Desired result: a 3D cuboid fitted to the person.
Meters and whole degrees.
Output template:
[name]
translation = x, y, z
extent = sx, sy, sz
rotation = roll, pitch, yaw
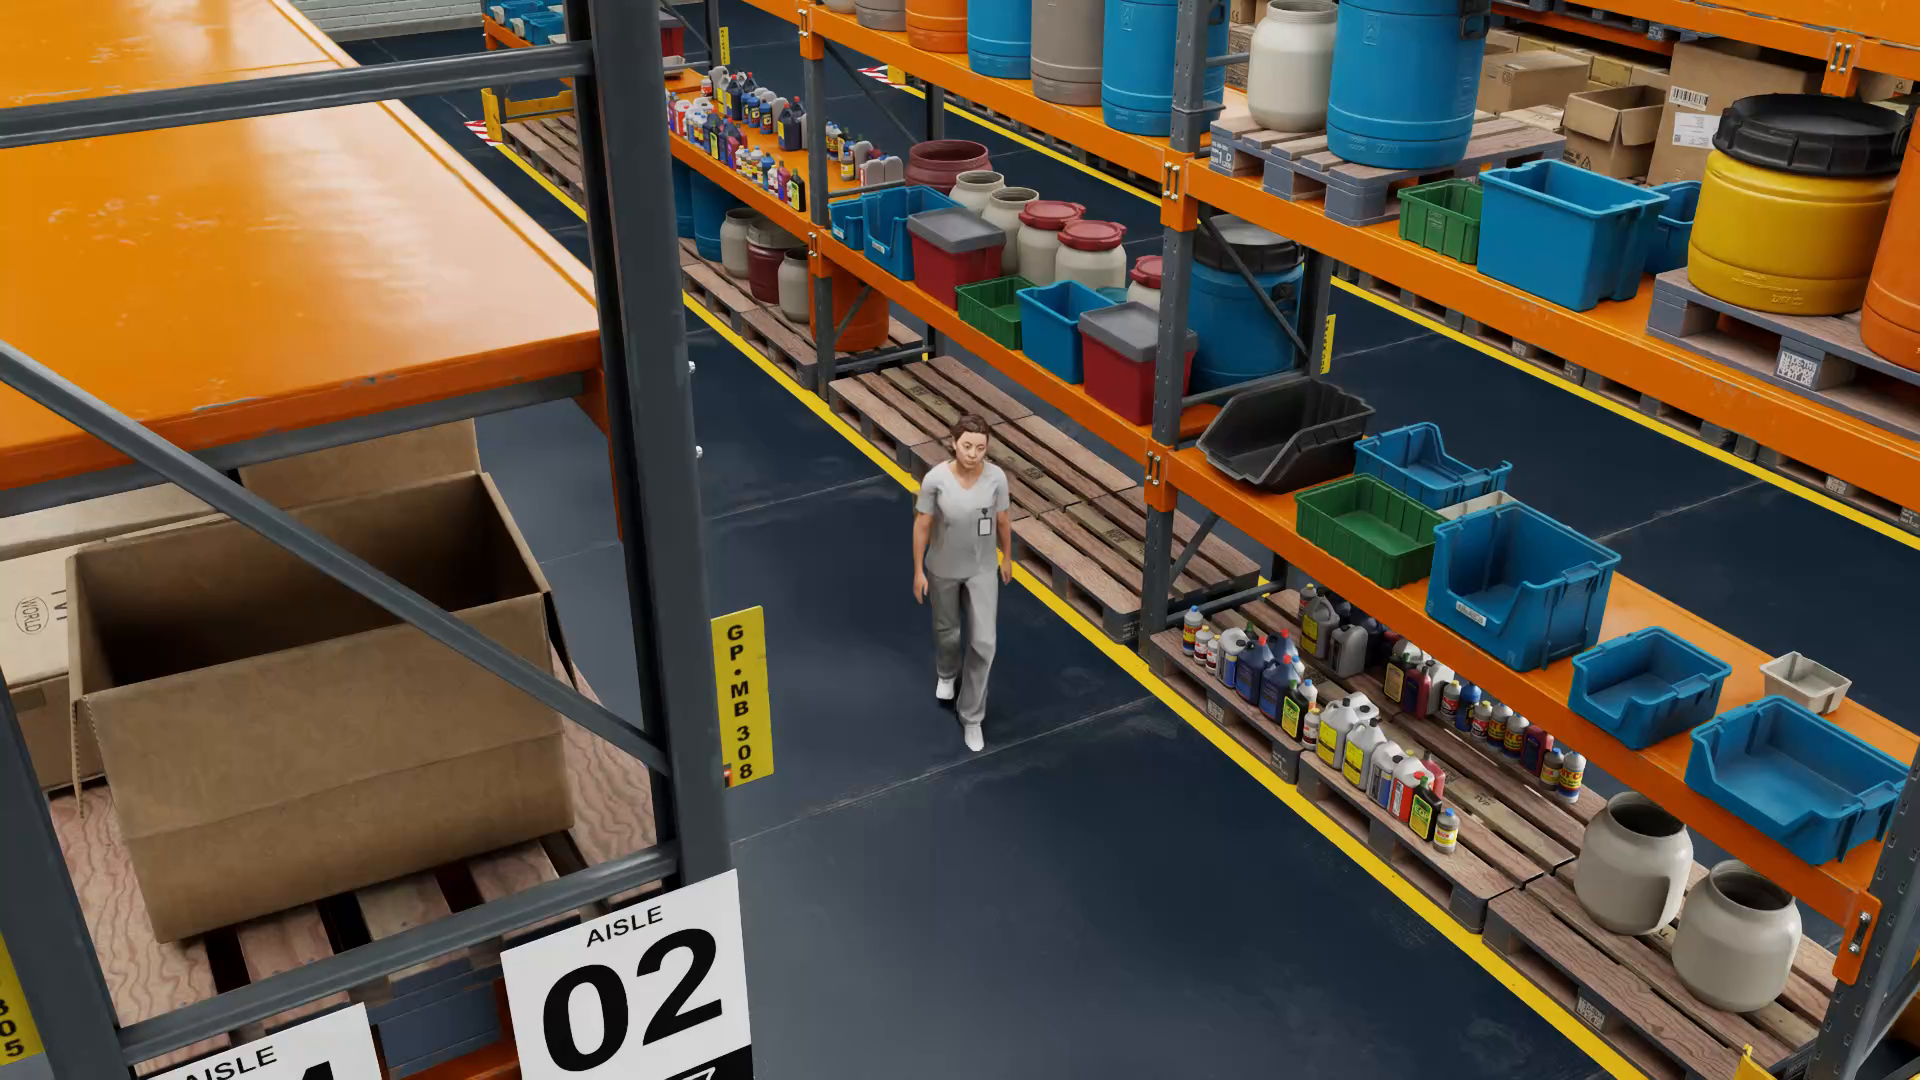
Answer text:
[person]
translation = 0.017, 0.188, 8.258
extent = 0.501, 1.719, 0.691
rotation = 0, 29, -1
